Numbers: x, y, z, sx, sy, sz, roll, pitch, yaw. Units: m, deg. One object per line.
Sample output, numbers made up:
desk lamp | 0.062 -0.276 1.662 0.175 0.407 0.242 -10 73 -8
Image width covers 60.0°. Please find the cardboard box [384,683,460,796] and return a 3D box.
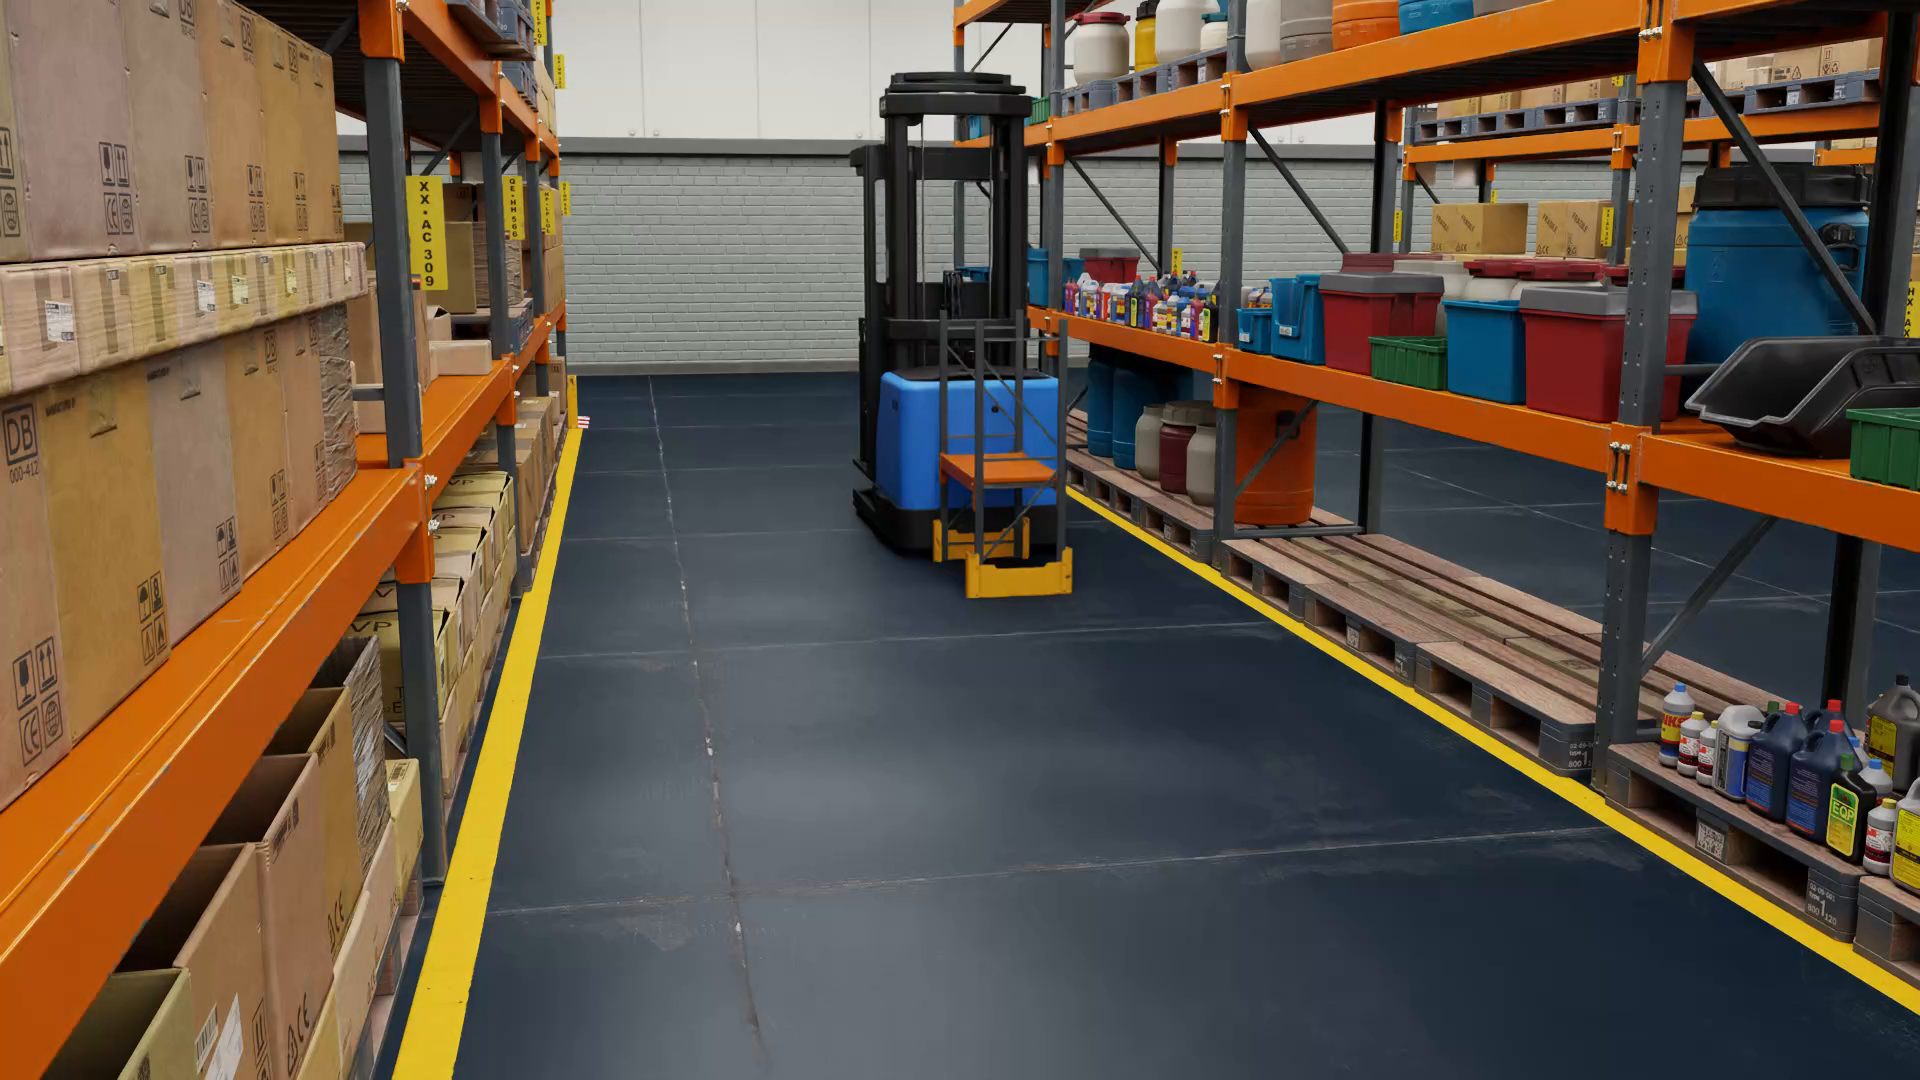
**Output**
cardboard box | -1.925 0.656 5.456 0.500 0.250 0.500 -2 11 -12

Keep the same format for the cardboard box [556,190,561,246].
cardboard box | -3.863 -2.887 14.901 0.500 0.500 0.500 -2 11 -9

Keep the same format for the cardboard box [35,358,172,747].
cardboard box | -1.588 0.006 2.375 0.700 0.500 0.500 -2 11 -11

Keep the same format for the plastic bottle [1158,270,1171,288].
plastic bottle | 1.572 -1.866 12.608 0.144 0.351 0.185 -2 11 -11

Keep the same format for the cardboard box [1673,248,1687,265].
cardboard box | 6.015 -2.095 13.415 0.500 0.500 0.500 -2 11 -11

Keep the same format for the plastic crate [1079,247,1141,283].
plastic crate | 1.286 -2.285 14.350 0.402 0.464 0.583 -2 11 -11

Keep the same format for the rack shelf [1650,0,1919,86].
rack shelf | 3.159 -1.338 3.604 1.077 0.370 4.000 -2 11 -11

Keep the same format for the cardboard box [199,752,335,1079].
cardboard box | -1.487 0.723 3.101 0.500 0.500 0.500 -2 11 -11

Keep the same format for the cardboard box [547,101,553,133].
cardboard box | -3.868 -3.738 14.691 0.500 0.250 0.500 -2 11 -11

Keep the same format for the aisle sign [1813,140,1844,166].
aisle sign | 9.871 -4.407 18.875 0.394 0.787 0.004 -2 11 -11

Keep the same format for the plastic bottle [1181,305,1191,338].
plastic bottle | 1.426 -1.361 10.357 0.097 0.201 0.097 0 11 0

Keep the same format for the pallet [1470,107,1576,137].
pallet | 5.690 -4.036 16.091 1.003 0.211 1.213 -2 11 -11

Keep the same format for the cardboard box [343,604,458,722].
cardboard box | -1.926 0.379 5.413 0.500 0.311 0.500 -2 11 -11

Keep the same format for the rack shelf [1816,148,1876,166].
rack shelf | 10.568 -3.881 16.964 1.077 0.370 4.000 -2 11 -11

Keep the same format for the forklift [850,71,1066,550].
forklift | -0.141 -1.607 11.302 1.130 2.935 3.031 -2 11 -11

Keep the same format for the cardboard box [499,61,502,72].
cardboard box | -3.186 -2.929 9.773 0.910 0.500 0.500 -2 11 -11

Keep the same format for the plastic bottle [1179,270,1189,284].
plastic bottle | 1.714 -1.871 12.635 0.144 0.351 0.185 -2 11 -11

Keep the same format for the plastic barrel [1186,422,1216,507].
plastic barrel | 1.683 -0.492 10.788 0.421 0.512 0.421 0 11 0

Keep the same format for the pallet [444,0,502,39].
pallet | -2.427 -2.193 6.680 1.003 0.211 1.213 -2 11 -8

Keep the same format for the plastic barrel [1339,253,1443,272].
plastic barrel | 2.379 -1.311 9.197 0.600 0.536 0.708 -2 11 -11

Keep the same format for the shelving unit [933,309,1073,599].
shelving unit | 0.225 -0.526 9.447 0.587 1.500 1.083 -2 11 -11

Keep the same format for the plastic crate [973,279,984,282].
plastic crate | 0.274 -2.442 16.048 0.250 0.136 0.298 -2 11 -11

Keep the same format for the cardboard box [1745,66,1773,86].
cardboard box | 6.215 -3.510 12.640 0.380 0.149 0.250 -3 11 -13

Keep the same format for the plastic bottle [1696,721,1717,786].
plastic bottle | 2.441 0.686 5.379 0.097 0.201 0.097 0 11 0

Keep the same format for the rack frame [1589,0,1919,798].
rack frame | 2.770 -0.584 5.745 1.000 3.000 0.127 -2 11 -11

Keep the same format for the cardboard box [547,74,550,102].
cardboard box | -3.882 -3.983 14.642 0.500 0.250 0.500 -2 11 -11

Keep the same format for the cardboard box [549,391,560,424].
cardboard box | -3.921 -1.205 15.183 0.500 0.250 0.500 -2 11 -11

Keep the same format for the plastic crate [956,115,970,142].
plastic crate | 0.237 -4.114 16.616 0.497 0.269 0.590 -2 11 -11

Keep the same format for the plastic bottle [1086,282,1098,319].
plastic bottle | 0.997 -1.800 12.477 0.097 0.271 0.097 0 11 0

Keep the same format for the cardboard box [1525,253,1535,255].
cardboard box | 5.846 -2.772 16.845 0.500 0.250 0.500 -3 11 -13

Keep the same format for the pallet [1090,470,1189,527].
pallet | 1.564 -0.315 11.785 1.003 0.211 1.213 -2 11 -11

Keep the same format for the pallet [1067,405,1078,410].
pallet | 0.558 -1.263 16.767 1.003 0.211 1.213 -2 11 -11

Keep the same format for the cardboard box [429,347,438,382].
cardboard box | -2.564 -0.783 7.462 0.380 0.149 0.250 -1 11 -7

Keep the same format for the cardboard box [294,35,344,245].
cardboard box | -1.997 -1.010 4.245 0.700 0.500 0.500 -2 11 -11

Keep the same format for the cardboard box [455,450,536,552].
cardboard box | -2.676 -0.221 9.342 0.500 0.500 0.500 -2 11 -9

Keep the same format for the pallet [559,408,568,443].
pallet | -4.253 -1.076 15.785 1.003 0.211 1.213 -2 11 -11

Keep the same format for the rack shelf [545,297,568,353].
rack shelf | -4.035 -1.886 14.505 1.077 0.370 4.000 -2 11 -11

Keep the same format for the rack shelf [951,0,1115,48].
rack shelf | 0.825 -4.816 14.925 1.077 0.370 4.000 -2 11 -11

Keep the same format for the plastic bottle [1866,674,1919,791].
plastic bottle | 3.036 0.614 5.358 0.144 0.351 0.185 -2 11 -11

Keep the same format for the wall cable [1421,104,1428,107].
wall cable | 7.575 -8.655 23.500 2.277 5.999 0.120 -2 11 -11

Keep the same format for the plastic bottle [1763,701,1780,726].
plastic bottle | 2.596 0.663 5.281 0.061 0.283 0.133 -2 11 -11

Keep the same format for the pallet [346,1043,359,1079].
pallet | -1.735 1.336 3.110 1.003 0.211 1.213 -2 11 -11

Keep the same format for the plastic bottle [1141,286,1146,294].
plastic bottle | 1.270 -1.590 11.338 0.061 0.283 0.133 -2 11 -11

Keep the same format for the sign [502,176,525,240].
sign | -2.324 -1.728 8.657 0.100 0.325 0.005 -2 11 -11

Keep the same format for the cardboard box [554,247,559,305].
cardboard box | -3.776 -2.304 14.510 0.500 0.500 0.500 -2 11 -12

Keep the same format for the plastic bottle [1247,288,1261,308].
plastic bottle | 2.005 -1.580 11.320 0.097 0.271 0.097 0 11 0

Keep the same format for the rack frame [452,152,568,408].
rack frame | -4.424 -2.606 16.365 1.000 3.000 0.127 -2 11 -11

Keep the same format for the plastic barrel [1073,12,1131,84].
plastic barrel | 1.070 -3.693 12.566 0.433 0.535 0.433 0 11 0

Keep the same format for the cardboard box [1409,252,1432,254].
cardboard box | 5.123 -2.940 17.727 0.500 0.250 0.500 -2 11 -13

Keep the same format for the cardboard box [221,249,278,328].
cardboard box | -1.581 -0.498 3.287 0.380 0.149 0.250 -2 11 -9

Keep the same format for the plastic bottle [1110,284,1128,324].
plastic bottle | 1.155 -1.680 11.831 0.152 0.276 0.135 -2 11 -11
